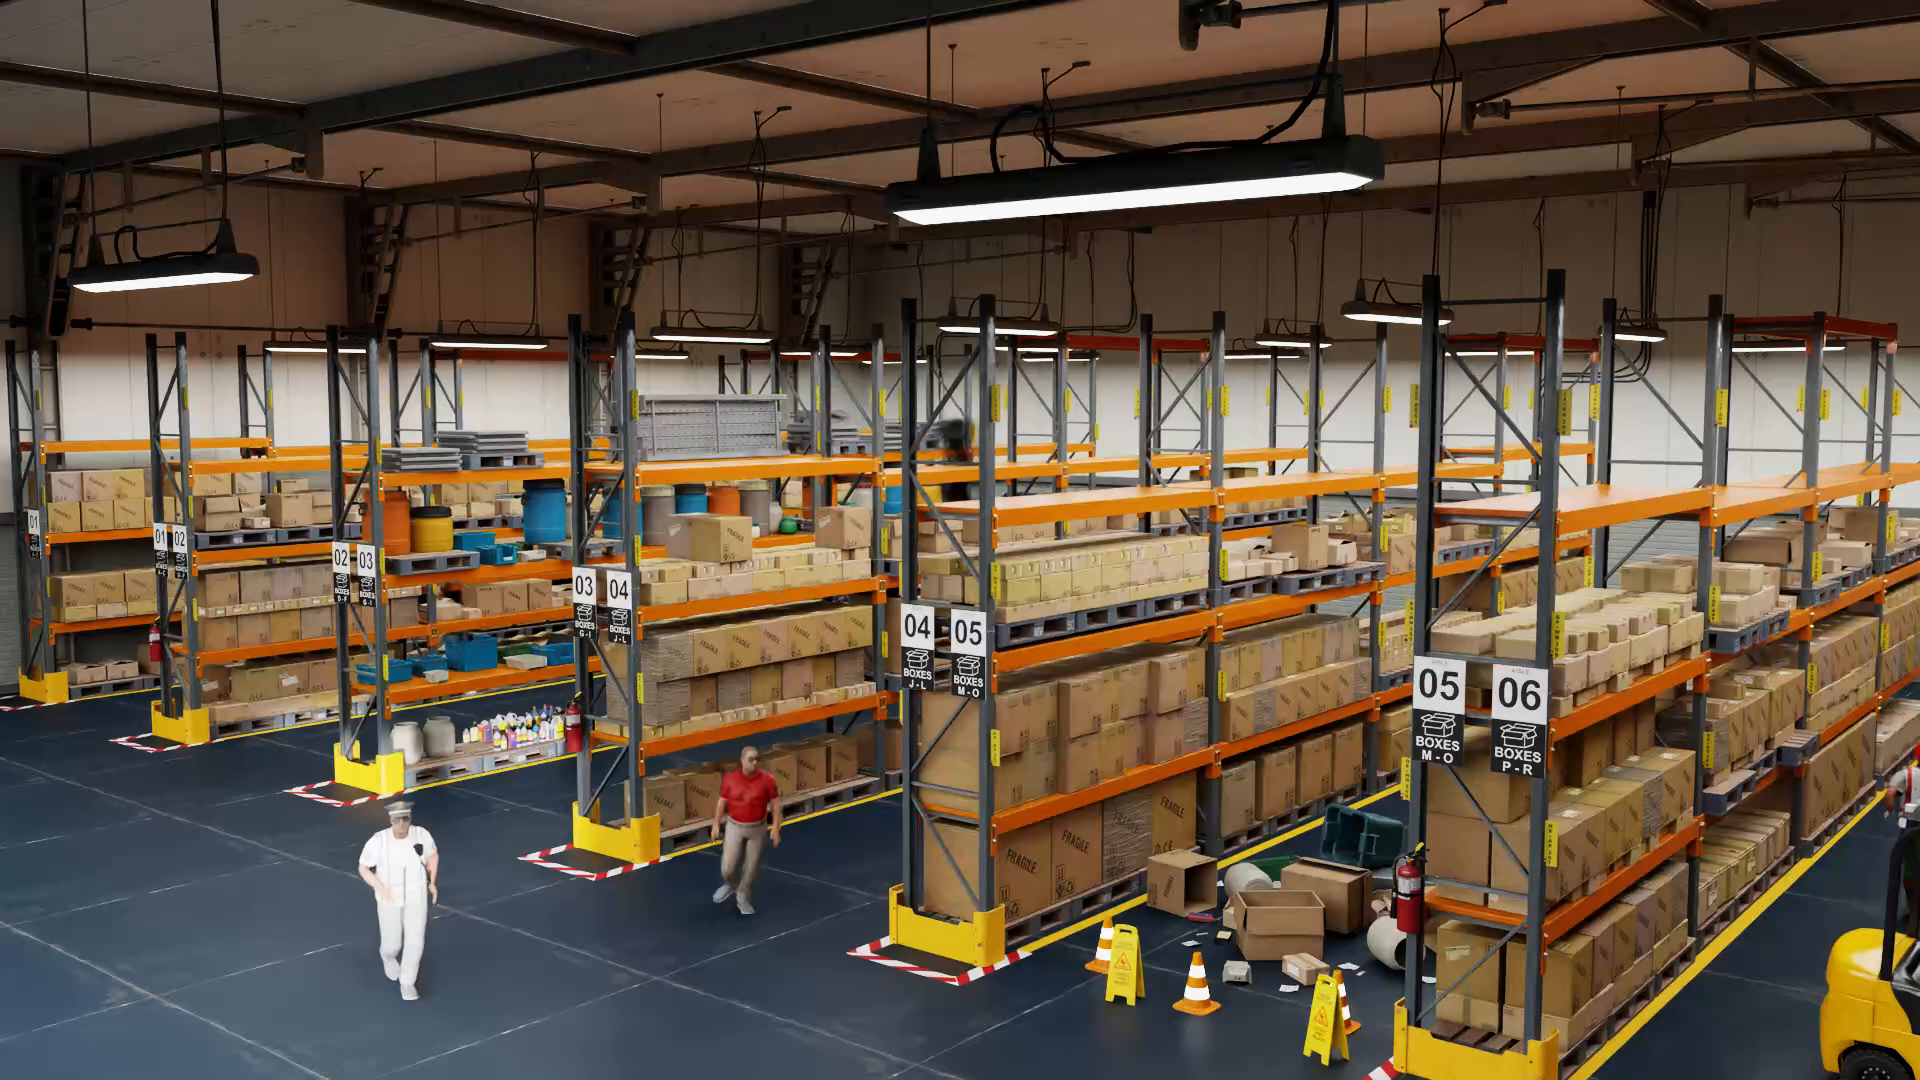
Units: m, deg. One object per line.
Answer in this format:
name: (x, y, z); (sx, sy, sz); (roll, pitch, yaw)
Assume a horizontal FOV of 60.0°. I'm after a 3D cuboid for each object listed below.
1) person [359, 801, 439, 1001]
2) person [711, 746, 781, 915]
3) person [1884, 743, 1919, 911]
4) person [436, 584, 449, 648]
person: (-4.805, 3.038, 14.263); (0.663, 1.727, 0.772); (-2, 6, -25)
person: (-2.110, 2.848, 16.390); (0.684, 1.703, 0.547); (-1, 5, -9)
person: (9.324, 2.806, 16.110); (0.655, 1.765, 1.000); (4, 6, 35)
person: (-9.516, 1.609, 30.619); (0.573, 1.622, 0.695); (2, 6, 25)
